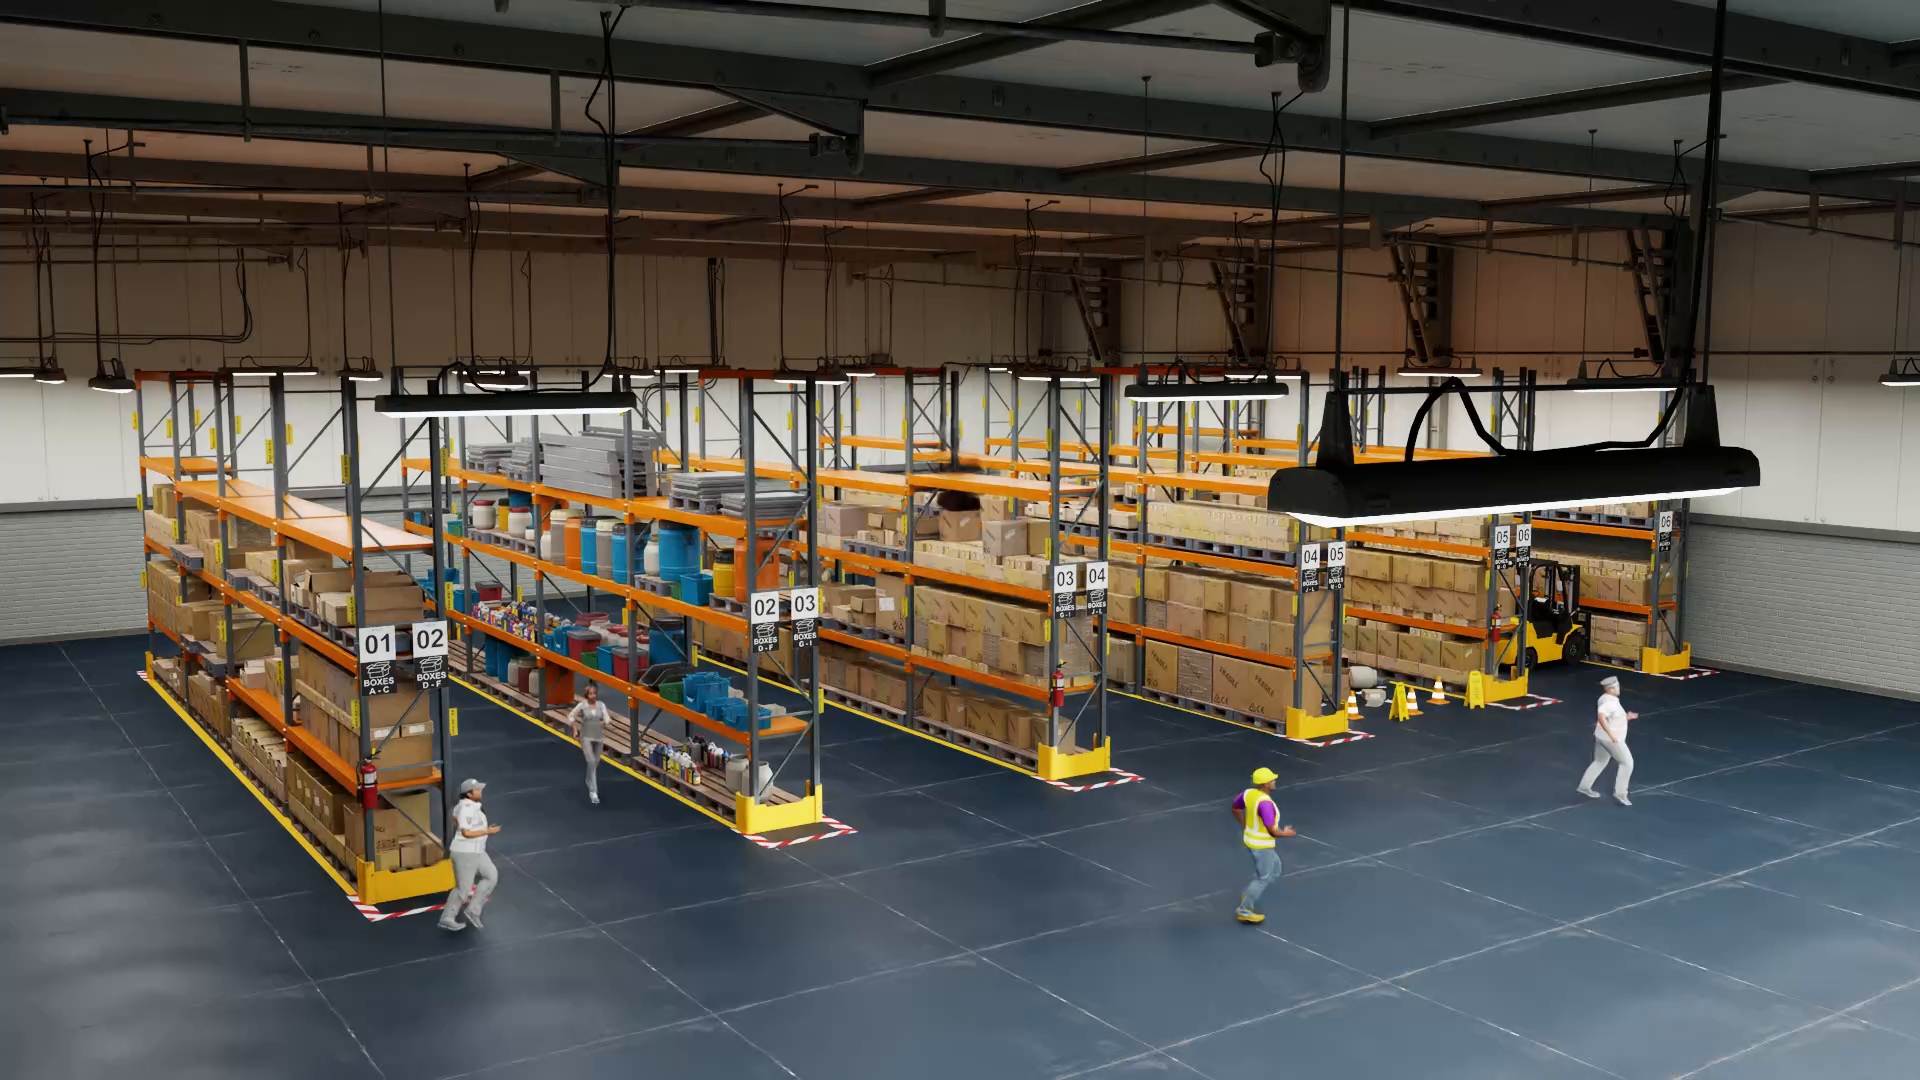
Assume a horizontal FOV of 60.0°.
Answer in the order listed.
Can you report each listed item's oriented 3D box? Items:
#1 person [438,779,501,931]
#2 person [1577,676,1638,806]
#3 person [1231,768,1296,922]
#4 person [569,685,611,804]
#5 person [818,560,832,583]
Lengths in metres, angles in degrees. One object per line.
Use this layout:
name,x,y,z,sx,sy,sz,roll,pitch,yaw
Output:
person,-5.386,3.469,18.314,0.685,1.697,0.597,-1,6,-6
person,9.129,2.828,23.354,0.778,1.856,0.638,0,6,-1
person,3.383,3.379,18.493,0.639,1.745,0.723,-1,7,-9
person,-5.238,2.862,23.621,0.516,1.632,0.759,-4,8,-32
person,-3.205,1.247,37.994,0.612,1.637,0.601,-4,8,-33
